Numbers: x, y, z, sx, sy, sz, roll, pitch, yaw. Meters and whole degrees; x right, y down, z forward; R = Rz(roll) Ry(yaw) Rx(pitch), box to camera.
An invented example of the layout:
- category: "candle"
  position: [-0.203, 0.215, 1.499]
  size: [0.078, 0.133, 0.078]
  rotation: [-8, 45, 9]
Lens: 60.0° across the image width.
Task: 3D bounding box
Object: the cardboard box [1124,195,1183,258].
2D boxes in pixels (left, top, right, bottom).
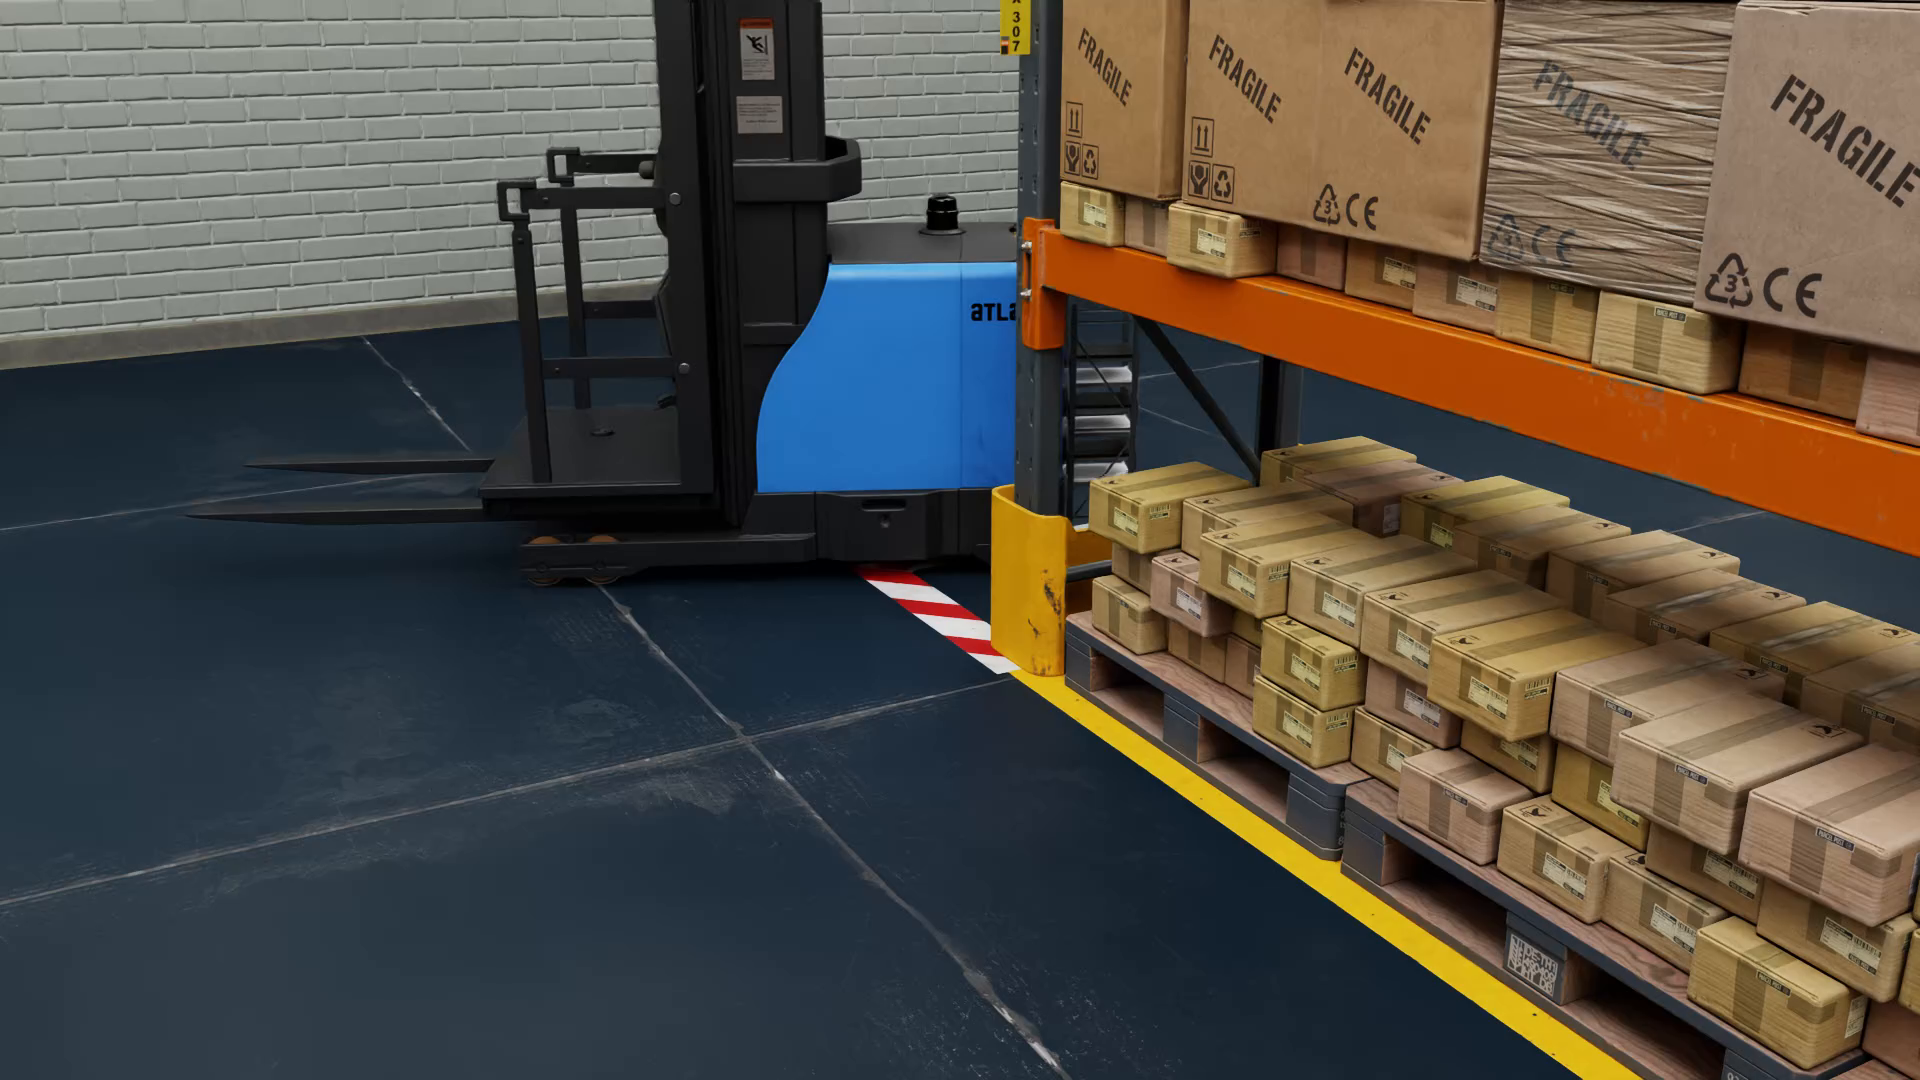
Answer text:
- category: "cardboard box"
  position: [0.655, -0.835, 4.337]
  size: [0.380, 0.149, 0.250]
  rotation: [-9, 21, -25]

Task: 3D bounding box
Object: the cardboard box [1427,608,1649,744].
- category: "cardboard box"
  position: [1.224, 0.282, 3.531]
  size: [0.380, 0.149, 0.250]
  rotation: [-10, 21, -26]

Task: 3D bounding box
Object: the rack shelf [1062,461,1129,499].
- category: "rack shelf"
  position: [0.494, -0.219, 6.040]
  size: [0.258, 0.077, 0.200]
  rotation: [-2, 19, -5]

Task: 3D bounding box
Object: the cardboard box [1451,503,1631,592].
- category: "cardboard box"
  position: [1.477, 0.037, 4.242]
  size: [0.380, 0.149, 0.250]
  rotation: [-11, 22, -29]

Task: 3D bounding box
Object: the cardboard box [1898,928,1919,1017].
- category: "cardboard box"
  position: [1.787, 0.715, 2.733]
  size: [0.380, 0.149, 0.250]
  rotation: [-10, 21, -26]

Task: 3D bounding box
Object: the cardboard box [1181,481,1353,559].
- category: "cardboard box"
  position: [0.819, -0.032, 4.442]
  size: [0.380, 0.149, 0.250]
  rotation: [-10, 21, -26]

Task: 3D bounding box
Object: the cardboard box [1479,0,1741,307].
- category: "cardboard box"
  position: [1.348, -0.742, 3.075]
  size: [0.500, 0.500, 0.500]
  rotation: [-11, 22, -28]

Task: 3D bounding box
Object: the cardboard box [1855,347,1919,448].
- category: "cardboard box"
  position: [1.641, -0.237, 2.604]
  size: [0.380, 0.149, 0.250]
  rotation: [-11, 22, -29]

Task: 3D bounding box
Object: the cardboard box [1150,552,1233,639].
- category: "cardboard box"
  position: [0.735, 0.122, 4.450]
  size: [0.380, 0.149, 0.250]
  rotation: [-10, 21, -27]

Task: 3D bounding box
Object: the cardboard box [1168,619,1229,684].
- category: "cardboard box"
  position: [0.796, 0.248, 4.542]
  size: [0.380, 0.149, 0.250]
  rotation: [-10, 21, -27]

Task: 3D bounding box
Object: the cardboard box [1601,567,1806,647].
- category: "cardboard box"
  position: [1.682, 0.198, 3.774]
  size: [0.380, 0.149, 0.250]
  rotation: [-11, 22, -28]

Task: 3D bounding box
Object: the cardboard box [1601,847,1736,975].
- category: "cardboard box"
  position: [1.489, 0.691, 3.256]
  size: [0.380, 0.149, 0.250]
  rotation: [-10, 21, -26]

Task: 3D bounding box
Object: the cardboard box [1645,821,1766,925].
- category: "cardboard box"
  position: [1.540, 0.564, 3.168]
  size: [0.380, 0.149, 0.250]
  rotation: [-11, 22, -29]

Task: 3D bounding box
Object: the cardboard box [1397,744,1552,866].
- category: "cardboard box"
  position: [1.191, 0.552, 3.661]
  size: [0.380, 0.149, 0.250]
  rotation: [-11, 22, -29]

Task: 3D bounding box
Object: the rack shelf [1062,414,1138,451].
- category: "rack shelf"
  position: [0.494, -0.389, 5.981]
  size: [0.258, 0.077, 0.200]
  rotation: [-2, 19, -5]

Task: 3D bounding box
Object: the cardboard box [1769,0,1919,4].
- category: "cardboard box"
  position: [1.590, -1.066, 2.480]
  size: [0.500, 0.500, 0.500]
  rotation: [-9, 21, -25]

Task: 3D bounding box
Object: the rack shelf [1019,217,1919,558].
- category: "rack shelf"
  position: [1.582, -0.250, 3.359]
  size: [1.077, 0.370, 4.000]
  rotation: [-10, 21, -27]

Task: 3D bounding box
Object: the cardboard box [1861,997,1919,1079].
- category: "cardboard box"
  position: [1.795, 0.826, 2.866]
  size: [0.380, 0.149, 0.250]
  rotation: [-11, 22, -28]

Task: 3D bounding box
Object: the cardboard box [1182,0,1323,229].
- category: "cardboard box"
  position: [0.879, -1.030, 3.910]
  size: [0.500, 0.500, 0.500]
  rotation: [-10, 21, -27]

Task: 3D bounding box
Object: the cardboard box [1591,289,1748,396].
- category: "cardboard box"
  position: [1.384, -0.380, 3.020]
  size: [0.380, 0.149, 0.250]
  rotation: [-10, 21, -26]

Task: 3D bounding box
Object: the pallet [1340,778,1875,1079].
- category: "pallet"
  position: [1.598, 0.765, 3.592]
  size: [1.003, 0.211, 1.213]
  rotation: [-10, 21, -27]

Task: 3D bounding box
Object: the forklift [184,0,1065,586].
- category: "forklift"
  position: [-1.176, -1.407, 5.714]
  size: [3.031, 2.935, 1.130]
  rotation: [-1, 19, -4]

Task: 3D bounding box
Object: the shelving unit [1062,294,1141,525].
- category: "shelving unit"
  position: [0.494, -0.421, 5.970]
  size: [0.258, 0.900, 0.210]
  rotation: [-2, 19, -5]

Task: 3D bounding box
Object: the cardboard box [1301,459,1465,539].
- category: "cardboard box"
  position: [1.175, -0.102, 4.644]
  size: [0.380, 0.149, 0.250]
  rotation: [-10, 21, -26]

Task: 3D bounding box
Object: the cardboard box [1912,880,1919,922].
- category: "cardboard box"
  position: [1.798, 0.566, 2.706]
  size: [0.380, 0.149, 0.250]
  rotation: [-9, 21, -25]

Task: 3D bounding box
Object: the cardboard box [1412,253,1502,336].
- category: "cardboard box"
  position: [1.179, -0.539, 3.480]
  size: [0.380, 0.149, 0.250]
  rotation: [-10, 22, -28]

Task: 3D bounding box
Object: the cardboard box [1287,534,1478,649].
- category: "cardboard box"
  position: [1.016, 0.118, 4.005]
  size: [0.380, 0.149, 0.250]
  rotation: [-11, 22, -29]

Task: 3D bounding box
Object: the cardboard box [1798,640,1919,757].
- category: "cardboard box"
  position: [1.913, 0.346, 3.346]
  size: [0.380, 0.149, 0.250]
  rotation: [-11, 22, -29]

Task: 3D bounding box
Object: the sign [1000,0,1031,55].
- category: "sign"
  position: [0.155, -1.489, 4.521]
  size: [0.100, 0.325, 0.005]
  rotation: [-10, 21, -27]

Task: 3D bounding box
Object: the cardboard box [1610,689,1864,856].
- category: "cardboard box"
  position: [1.450, 0.427, 3.109]
  size: [0.380, 0.149, 0.250]
  rotation: [-11, 22, -29]

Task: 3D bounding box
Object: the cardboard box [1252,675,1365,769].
- category: "cardboard box"
  position: [0.945, 0.408, 4.076]
  size: [0.380, 0.149, 0.250]
  rotation: [-10, 21, -26]

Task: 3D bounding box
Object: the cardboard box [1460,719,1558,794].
- category: "cardboard box"
  position: [1.331, 0.402, 3.638]
  size: [0.380, 0.149, 0.250]
  rotation: [-9, 21, -24]

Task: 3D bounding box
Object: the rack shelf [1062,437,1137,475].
- category: "rack shelf"
  position: [0.494, -0.304, 6.011]
  size: [0.258, 0.077, 0.200]
  rotation: [-2, 19, -5]

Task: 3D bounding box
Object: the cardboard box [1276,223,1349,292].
- category: "cardboard box"
  position: [0.979, -0.696, 3.935]
  size: [0.380, 0.149, 0.250]
  rotation: [-9, 21, -24]

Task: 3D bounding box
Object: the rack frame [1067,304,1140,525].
- category: "rack frame"
  position: [0.503, -0.387, 5.875]
  size: [0.240, 0.900, 0.006]
  rotation: [-2, 19, -5]

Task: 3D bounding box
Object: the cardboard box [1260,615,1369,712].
- category: "cardboard box"
  position: [0.956, 0.269, 4.024]
  size: [0.380, 0.149, 0.250]
  rotation: [-9, 21, -25]
